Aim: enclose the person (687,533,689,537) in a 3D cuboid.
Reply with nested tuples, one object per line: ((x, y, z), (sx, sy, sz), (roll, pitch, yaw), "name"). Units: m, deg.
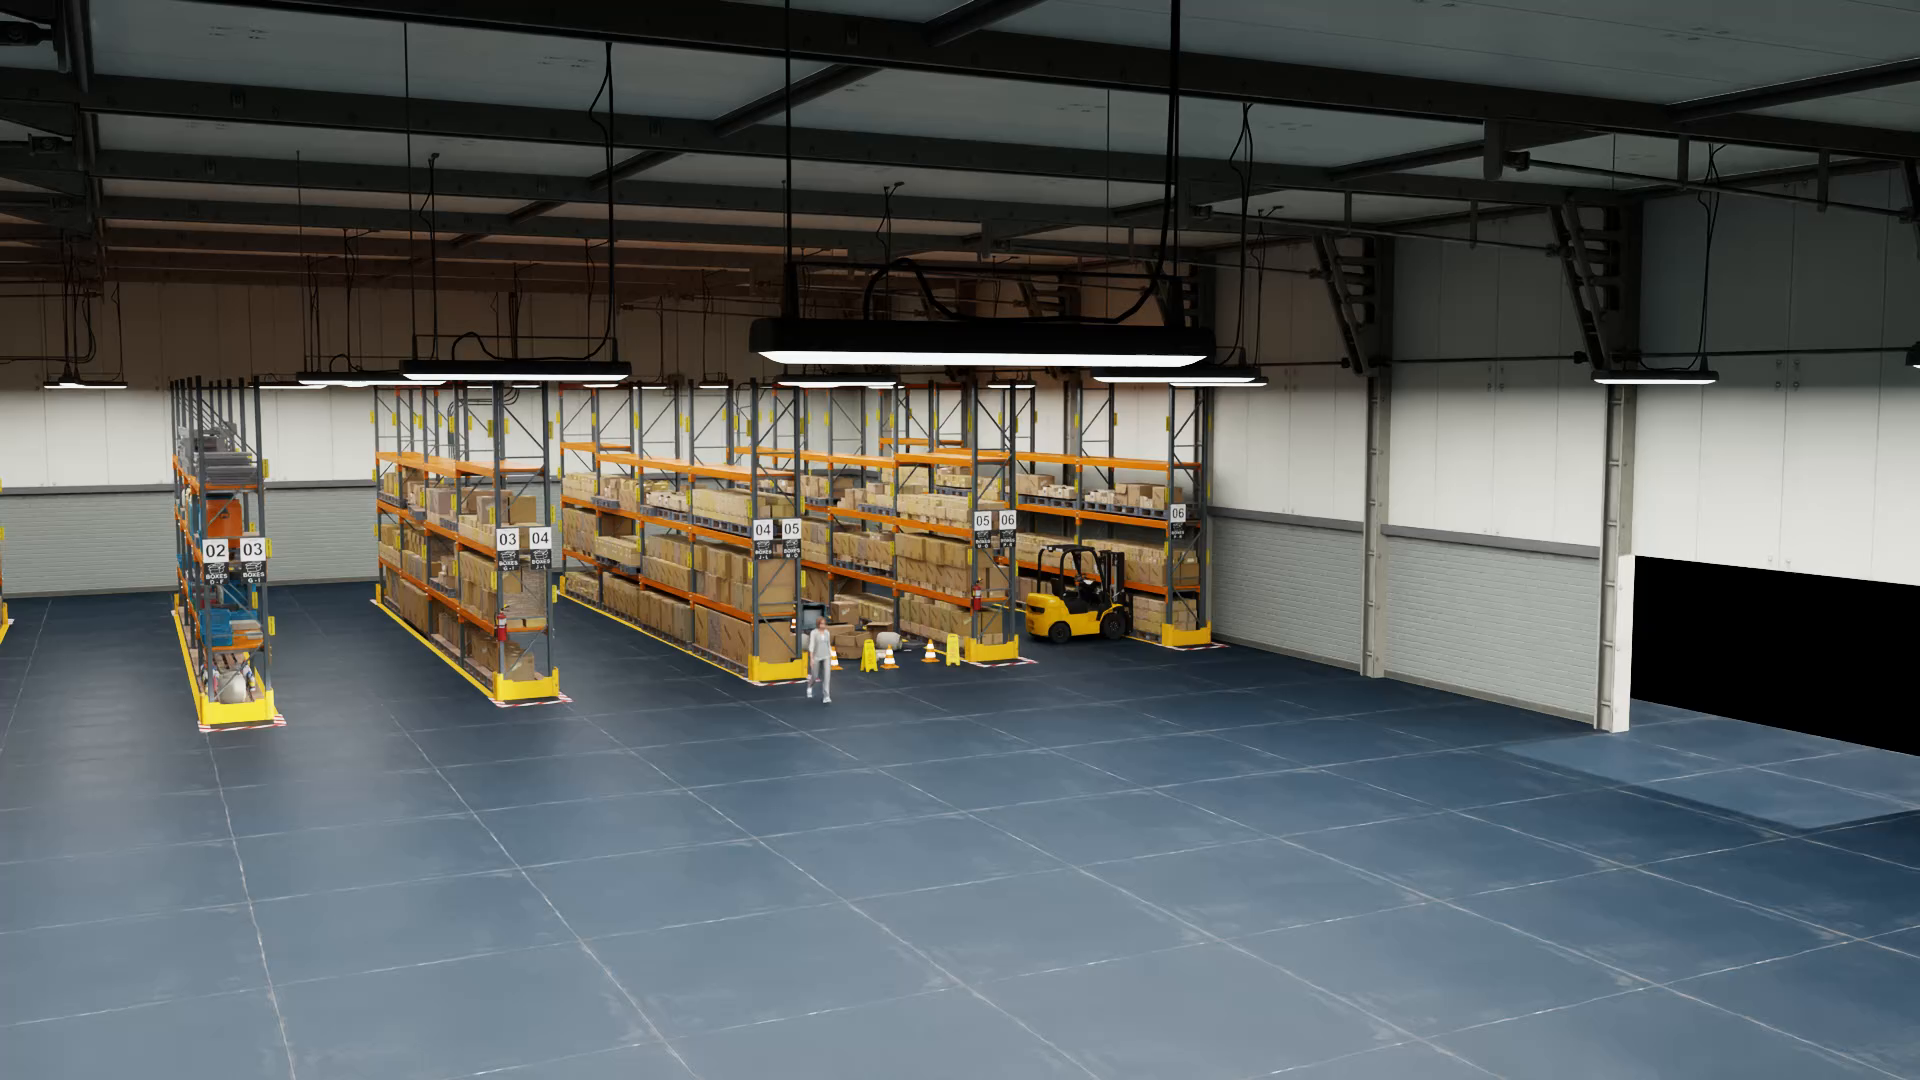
((-8.150, 0.498, 50.179), (1.032, 1.508, 0.392), (-4, 7, -40), "person")

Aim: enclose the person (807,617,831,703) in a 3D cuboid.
((-2.585, 2.196, 30.727), (0.457, 1.568, 0.827), (-2, 5, -22), "person")

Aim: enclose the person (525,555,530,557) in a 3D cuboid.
((-12.381, 0.717, 47.183), (0.562, 1.671, 0.761), (-1, 5, -13), "person")
